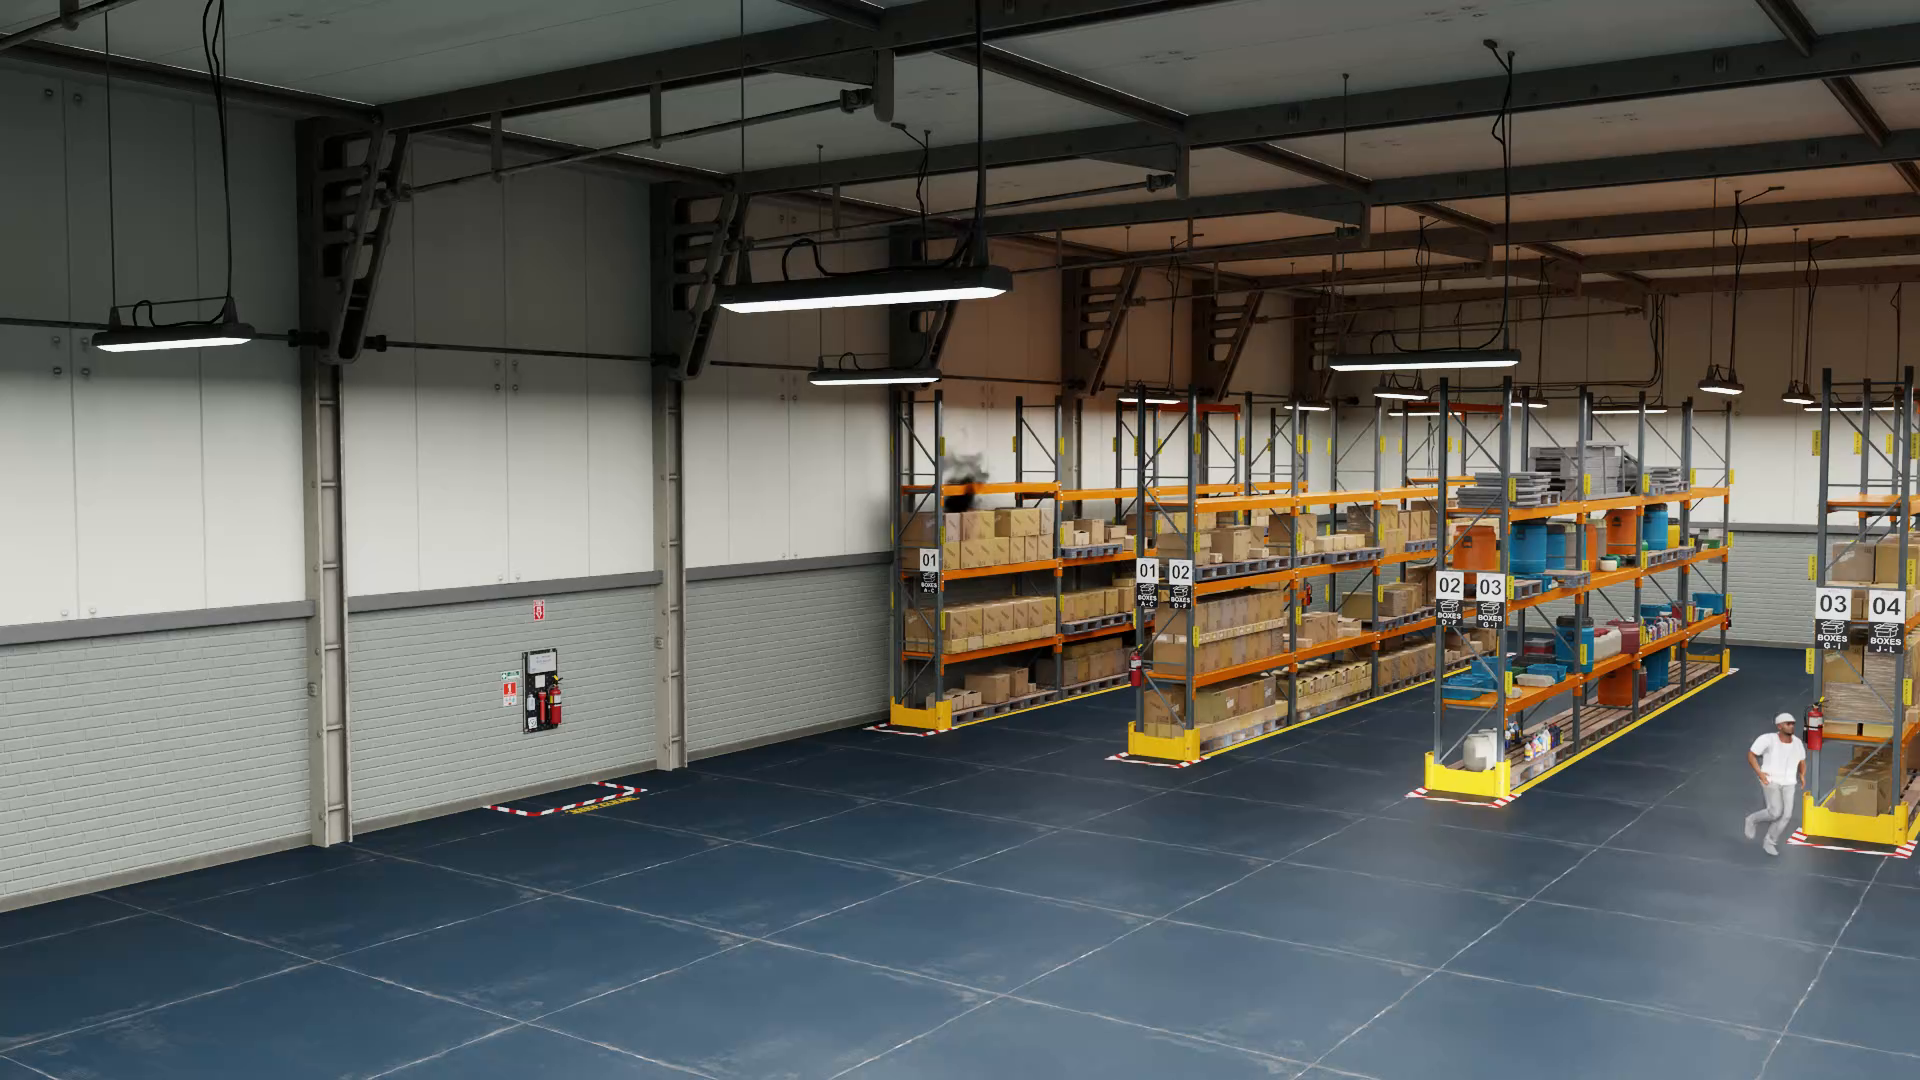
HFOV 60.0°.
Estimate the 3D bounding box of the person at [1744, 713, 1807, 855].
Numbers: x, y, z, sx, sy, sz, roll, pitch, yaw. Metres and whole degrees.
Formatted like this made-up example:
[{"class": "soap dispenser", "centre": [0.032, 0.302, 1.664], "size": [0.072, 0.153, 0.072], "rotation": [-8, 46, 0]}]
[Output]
[{"class": "person", "centre": [10.144, 3.001, 20.622], "size": [0.721, 1.739, 0.566], "rotation": [0, 3, -7]}]
